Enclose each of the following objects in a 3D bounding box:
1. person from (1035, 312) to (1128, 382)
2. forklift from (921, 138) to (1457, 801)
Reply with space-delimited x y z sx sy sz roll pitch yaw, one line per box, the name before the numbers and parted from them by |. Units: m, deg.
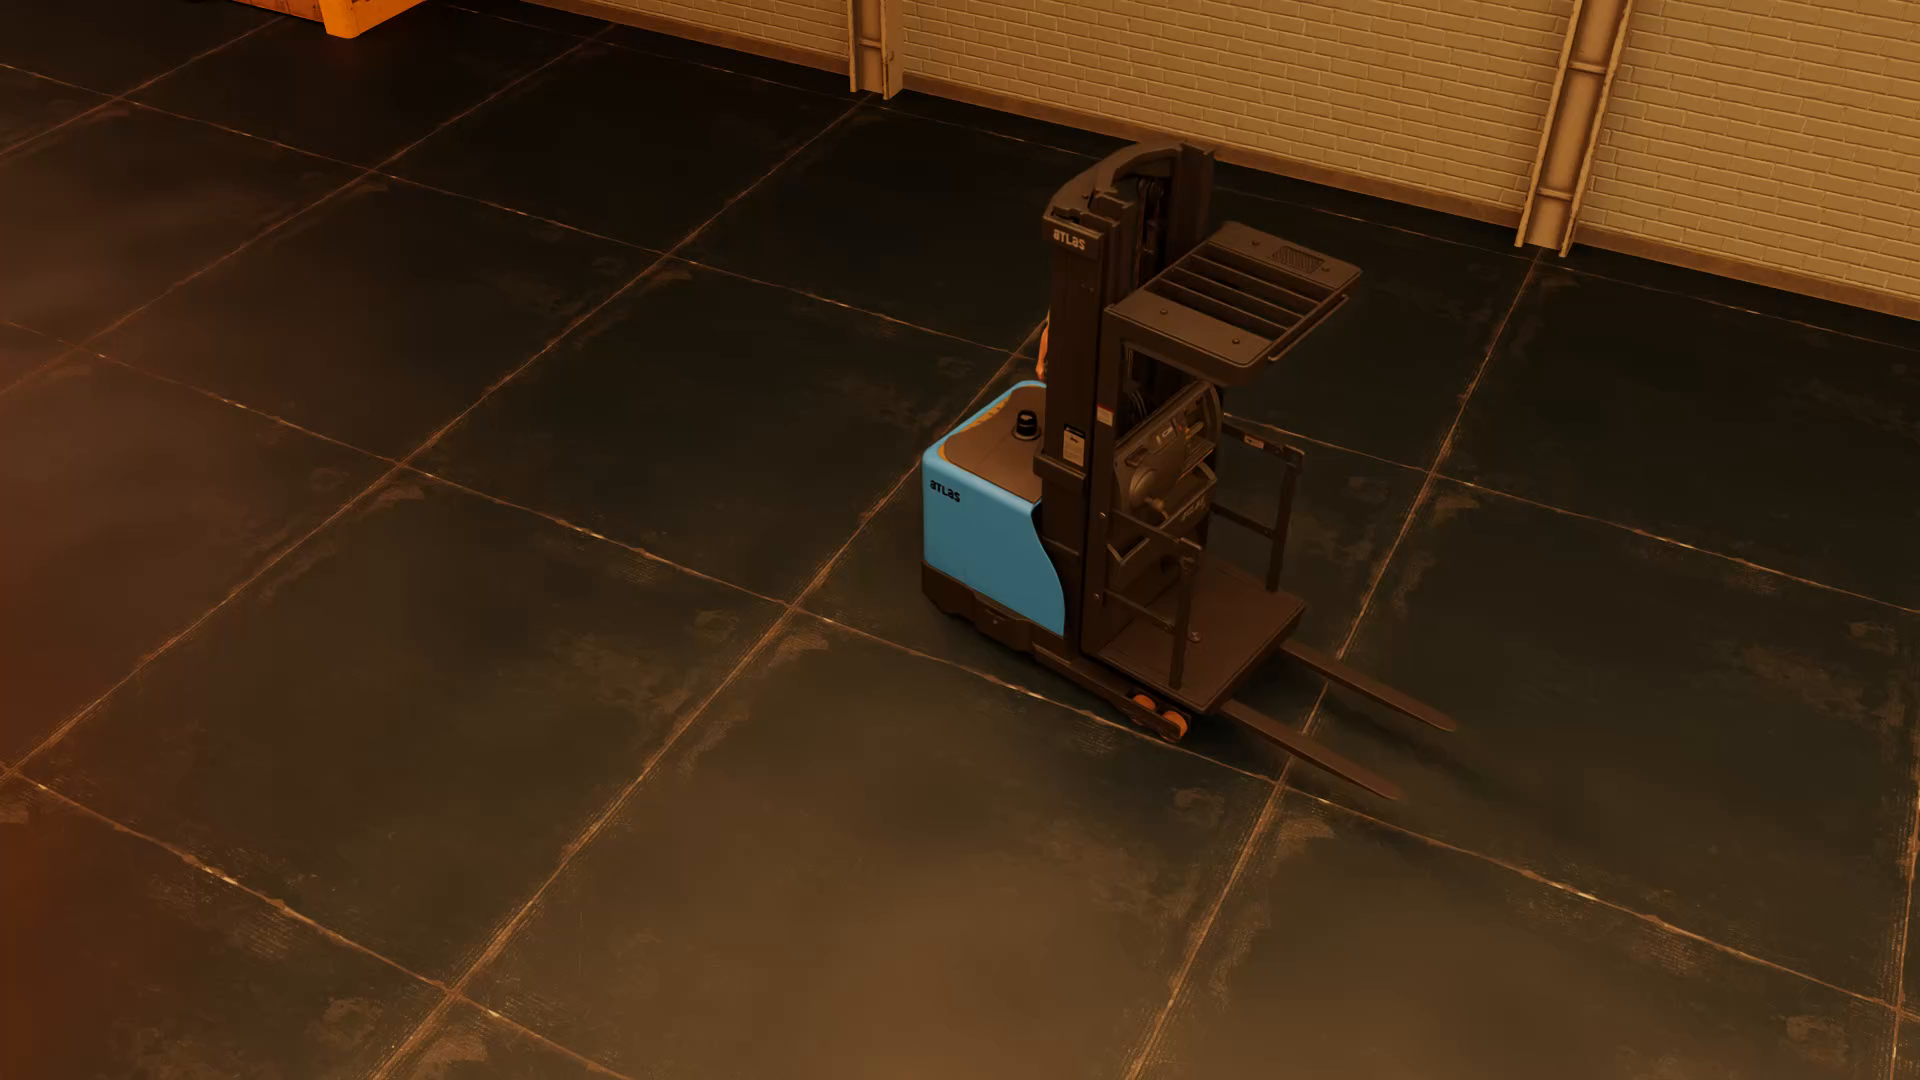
person | 0.778 -0.978 10.144 0.704 1.650 0.387 14 42 16
forklift | 1.237 -0.422 8.488 3.031 2.935 1.130 28 47 29
